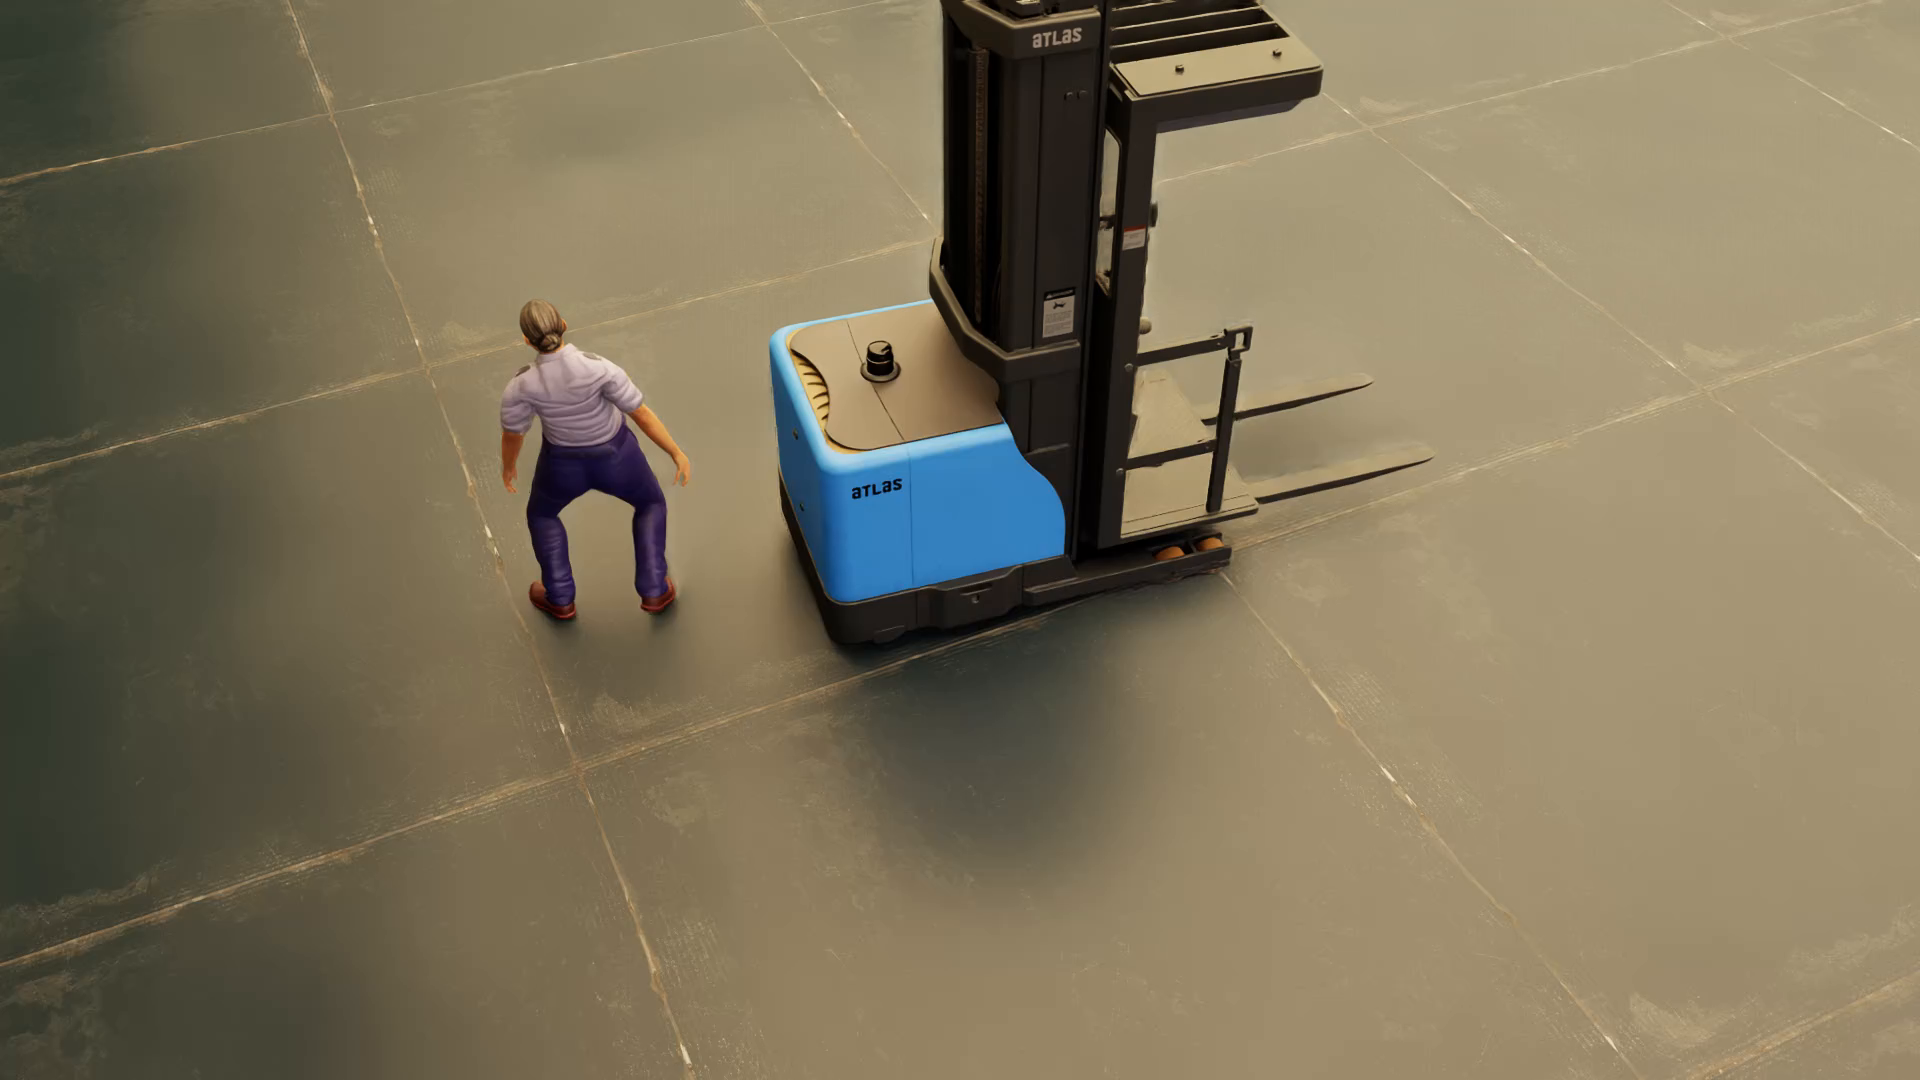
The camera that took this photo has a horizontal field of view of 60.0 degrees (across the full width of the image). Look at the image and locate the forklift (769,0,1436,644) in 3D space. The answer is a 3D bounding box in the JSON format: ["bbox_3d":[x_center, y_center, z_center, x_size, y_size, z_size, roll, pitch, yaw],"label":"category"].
[{"bbox_3d":[0.729,-1.209,6.975,3.031,2.935,1.130,-13,44,-13],"label":"forklift"}]

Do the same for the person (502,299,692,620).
[{"bbox_3d":[-1.549,-0.322,7.032,0.819,1.577,0.484,-3,43,-3],"label":"person"}]
